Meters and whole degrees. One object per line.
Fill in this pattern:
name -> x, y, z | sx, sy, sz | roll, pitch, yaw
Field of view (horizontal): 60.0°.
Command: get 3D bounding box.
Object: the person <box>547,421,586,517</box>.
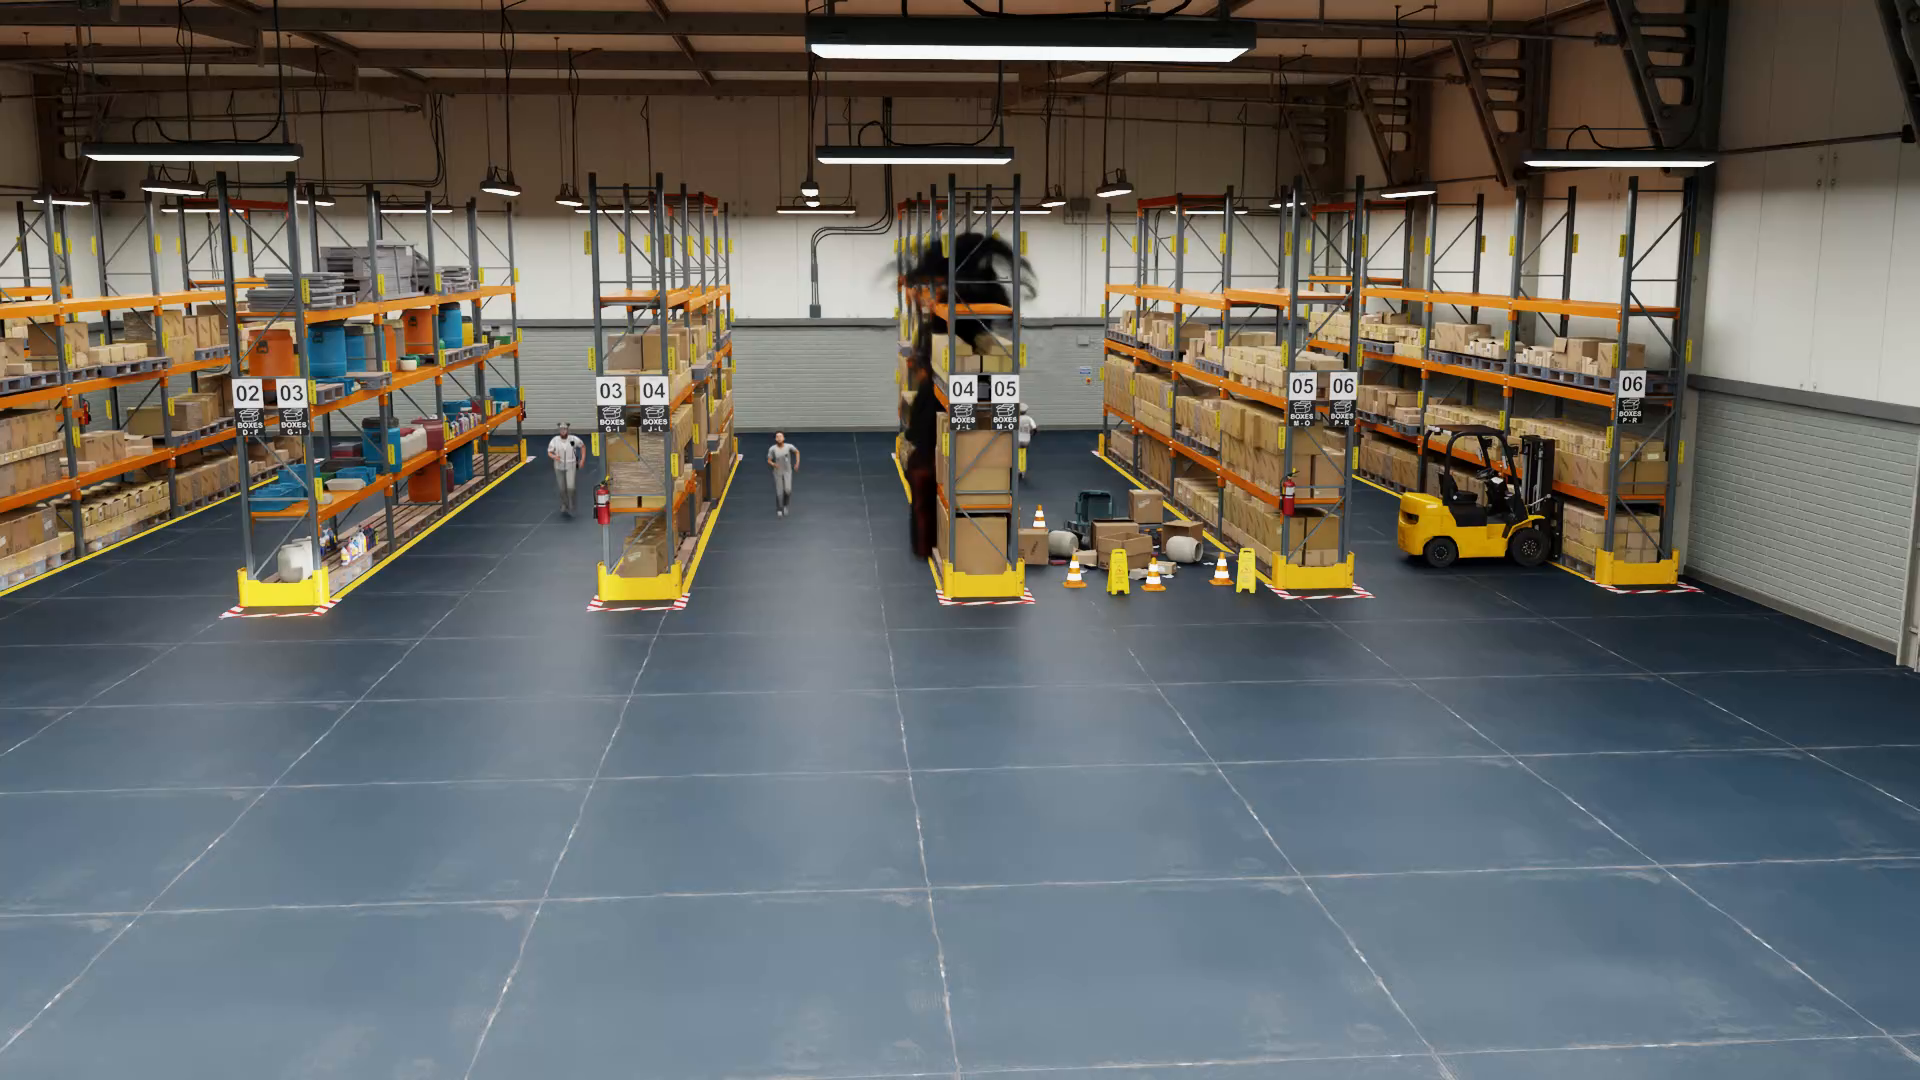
person -> -7.371, -1.308, 31.168 | 0.680, 1.852, 0.752 | -1, 10, -7

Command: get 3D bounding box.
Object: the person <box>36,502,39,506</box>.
person -> -16.709, -1.052, 29.711 | 0.698, 1.718, 0.610 | -1, 10, -5

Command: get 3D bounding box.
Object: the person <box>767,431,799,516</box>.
person -> -3.273, -1.220, 30.851 | 0.588, 1.621, 0.774 | -1, 10, -4

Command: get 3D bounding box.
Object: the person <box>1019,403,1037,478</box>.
person -> 1.353, -2.138, 36.072 | 0.616, 1.659, 0.593 | -2, 10, -9
